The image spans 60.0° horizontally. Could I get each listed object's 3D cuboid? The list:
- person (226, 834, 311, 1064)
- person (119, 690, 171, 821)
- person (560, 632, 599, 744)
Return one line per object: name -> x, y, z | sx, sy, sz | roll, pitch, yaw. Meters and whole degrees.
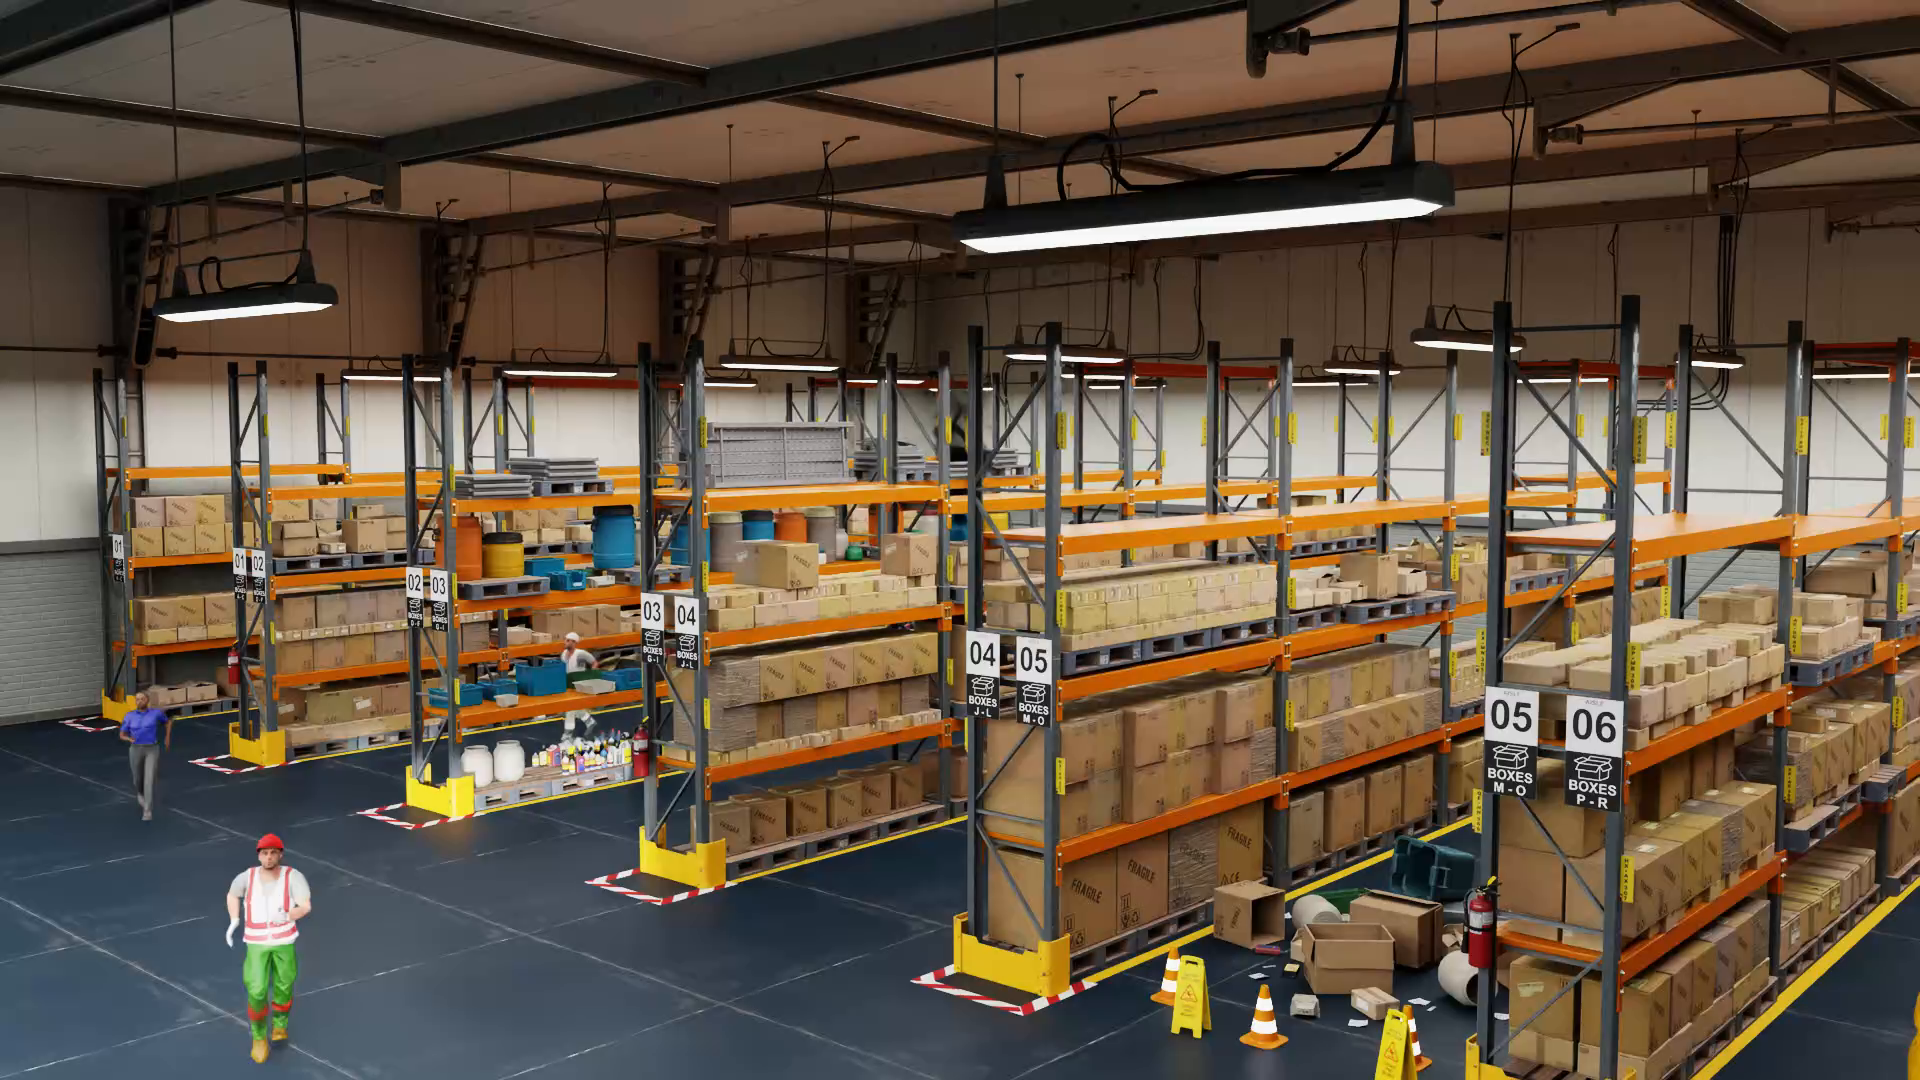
person -> -5.579, 3.283, 13.443 | 0.641, 1.817, 0.735 | -2, 5, -23
person -> -10.501, 2.741, 21.426 | 0.594, 1.598, 1.044 | -2, 4, -20
person -> -6.026, 2.340, 26.178 | 0.668, 1.798, 1.003 | 3, 5, 35
